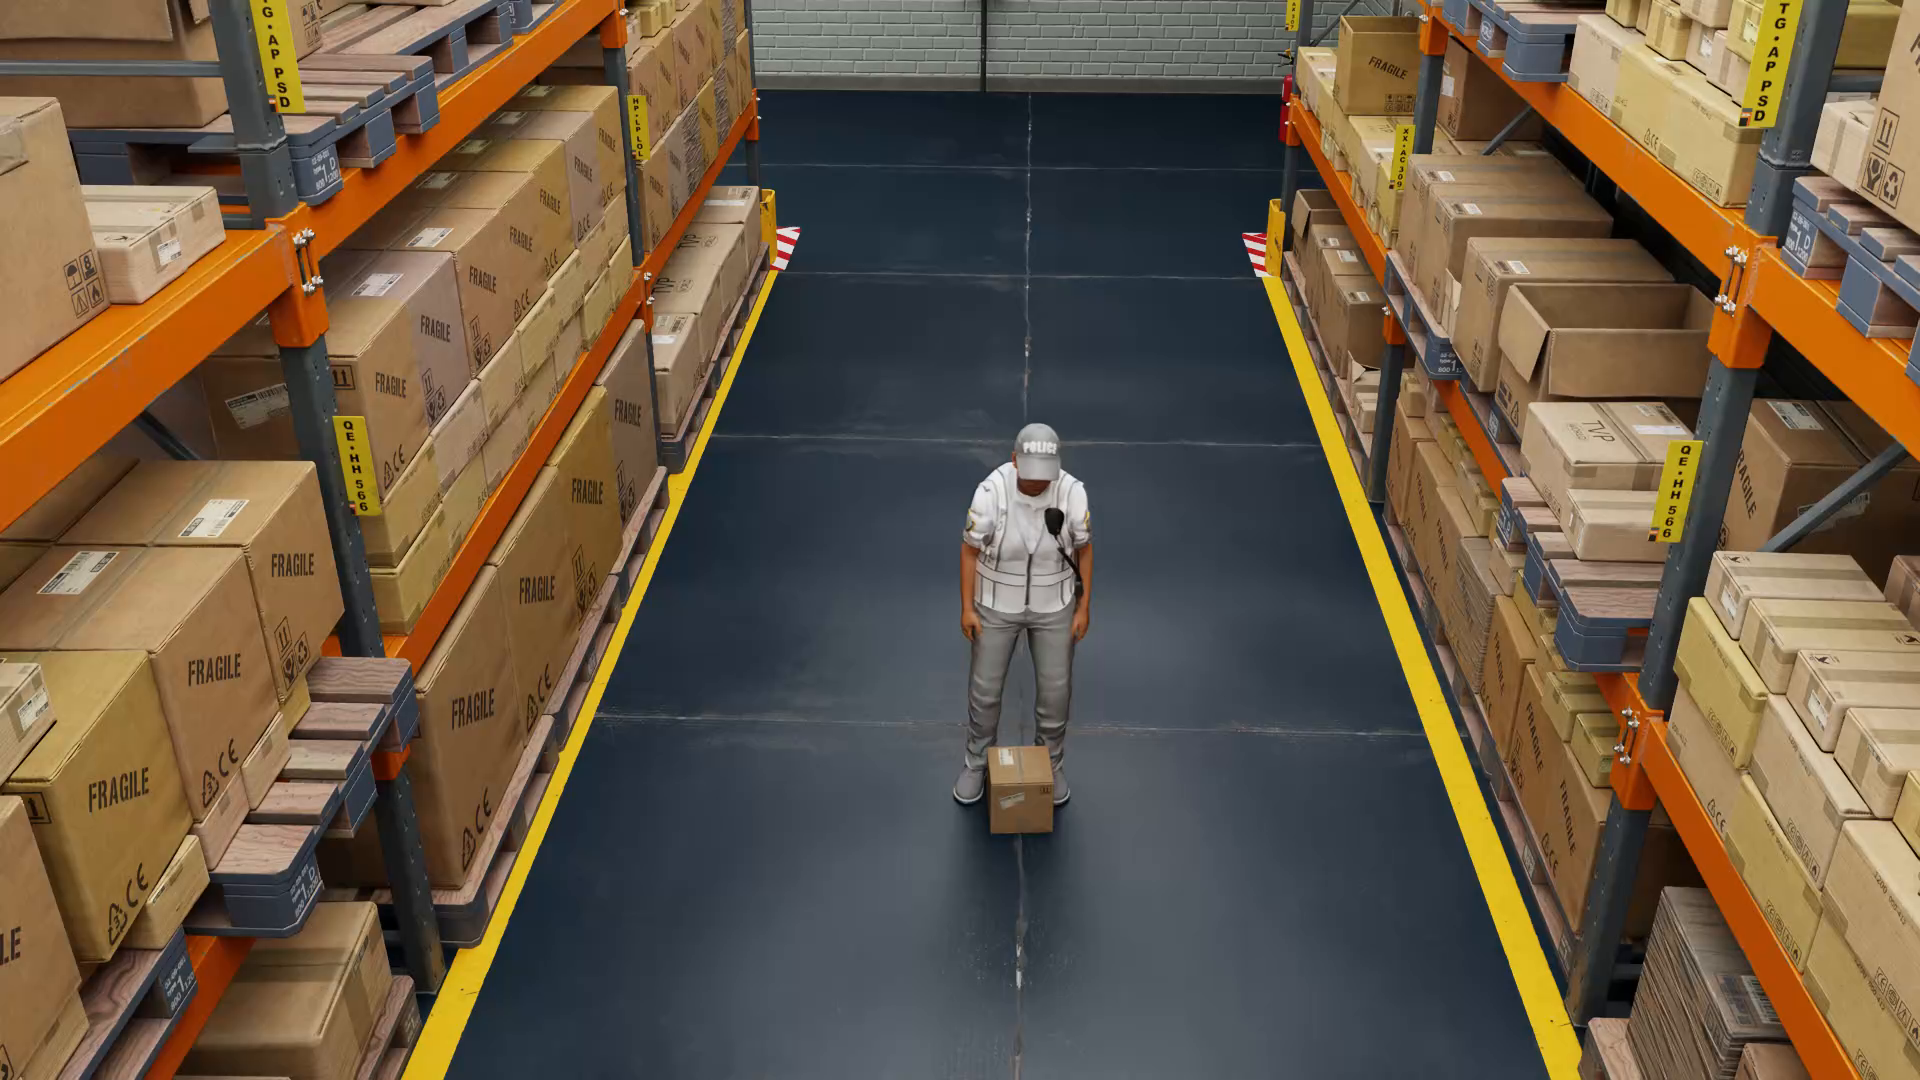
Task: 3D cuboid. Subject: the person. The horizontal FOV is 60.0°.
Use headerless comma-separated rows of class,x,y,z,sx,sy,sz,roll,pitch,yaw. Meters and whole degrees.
person,0.241,0.285,6.584,0.539,1.665,0.468,0,28,-1
